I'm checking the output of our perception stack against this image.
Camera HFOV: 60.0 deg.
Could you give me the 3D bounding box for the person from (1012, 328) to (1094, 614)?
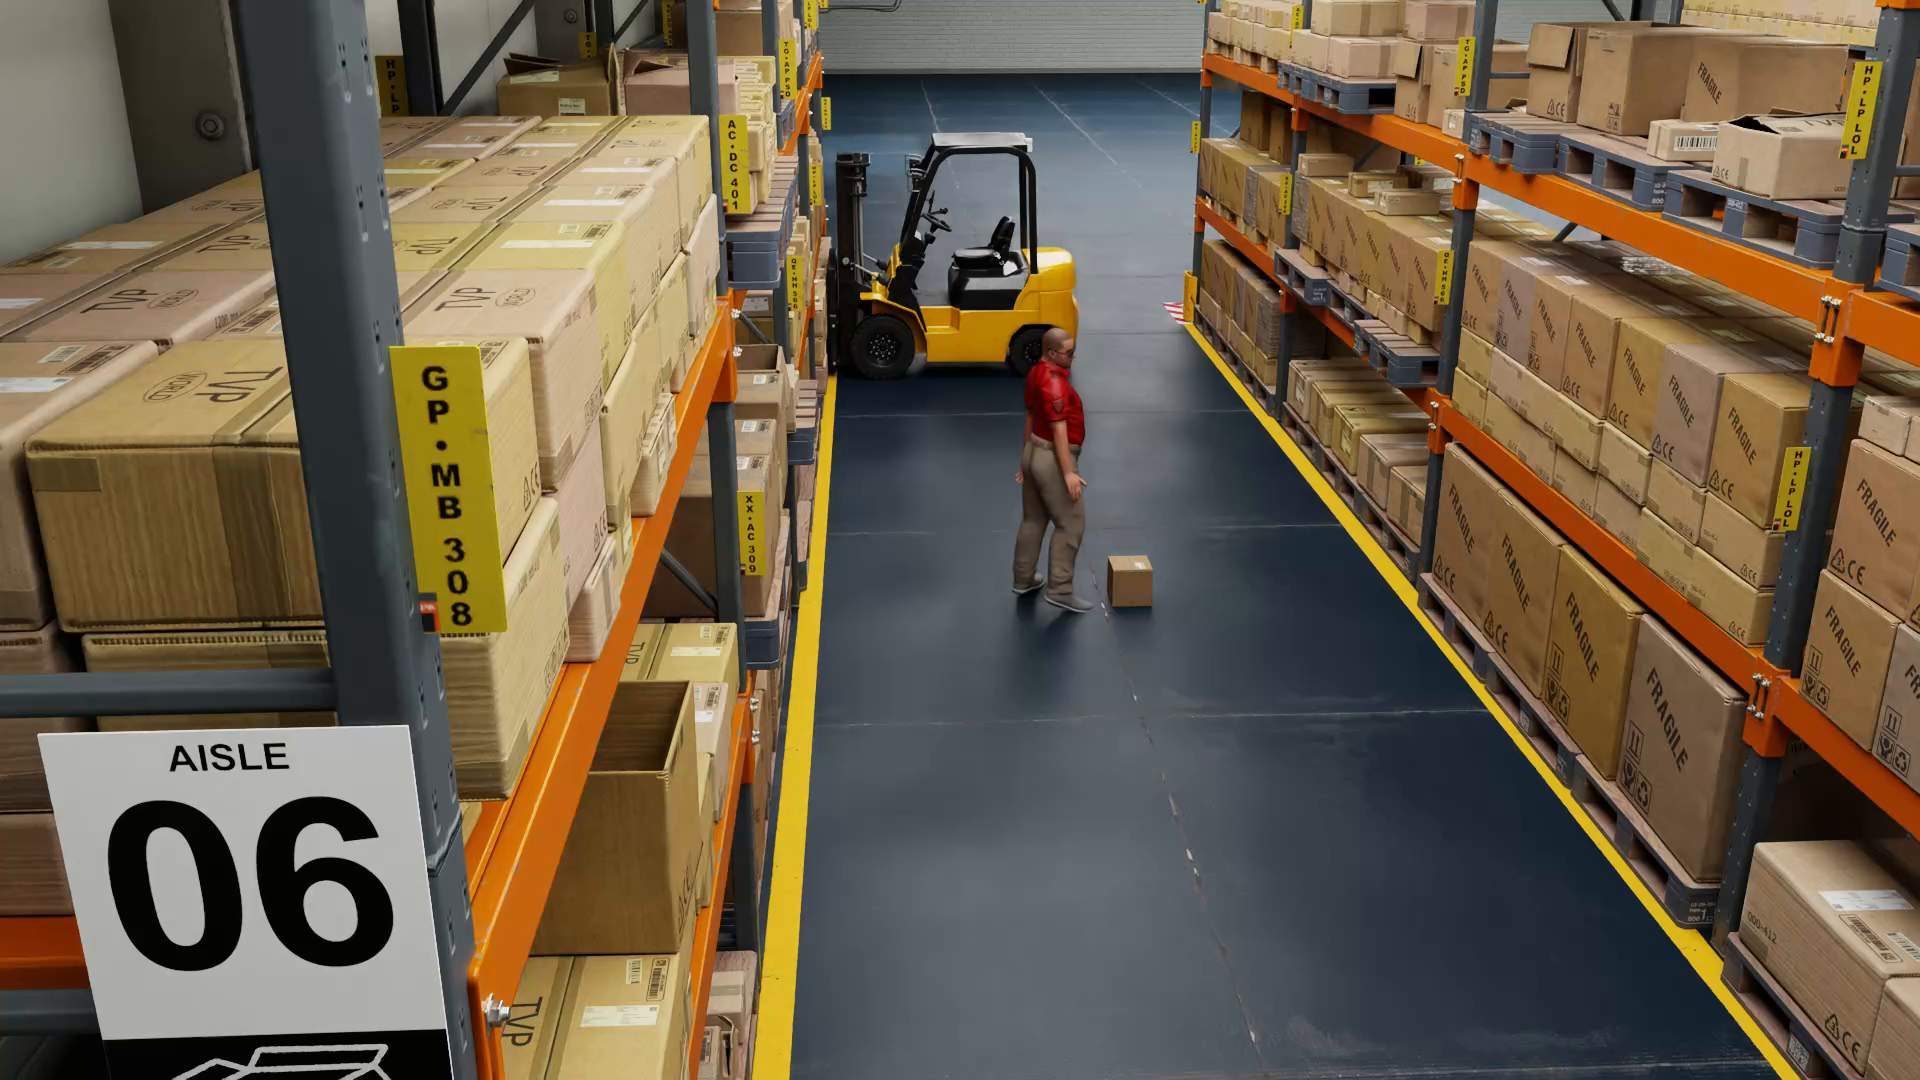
[{"bbox_3d":[0.582,-0.415,10.208,0.433,1.766,0.689,-6,21,-17],"label":"person"}]
